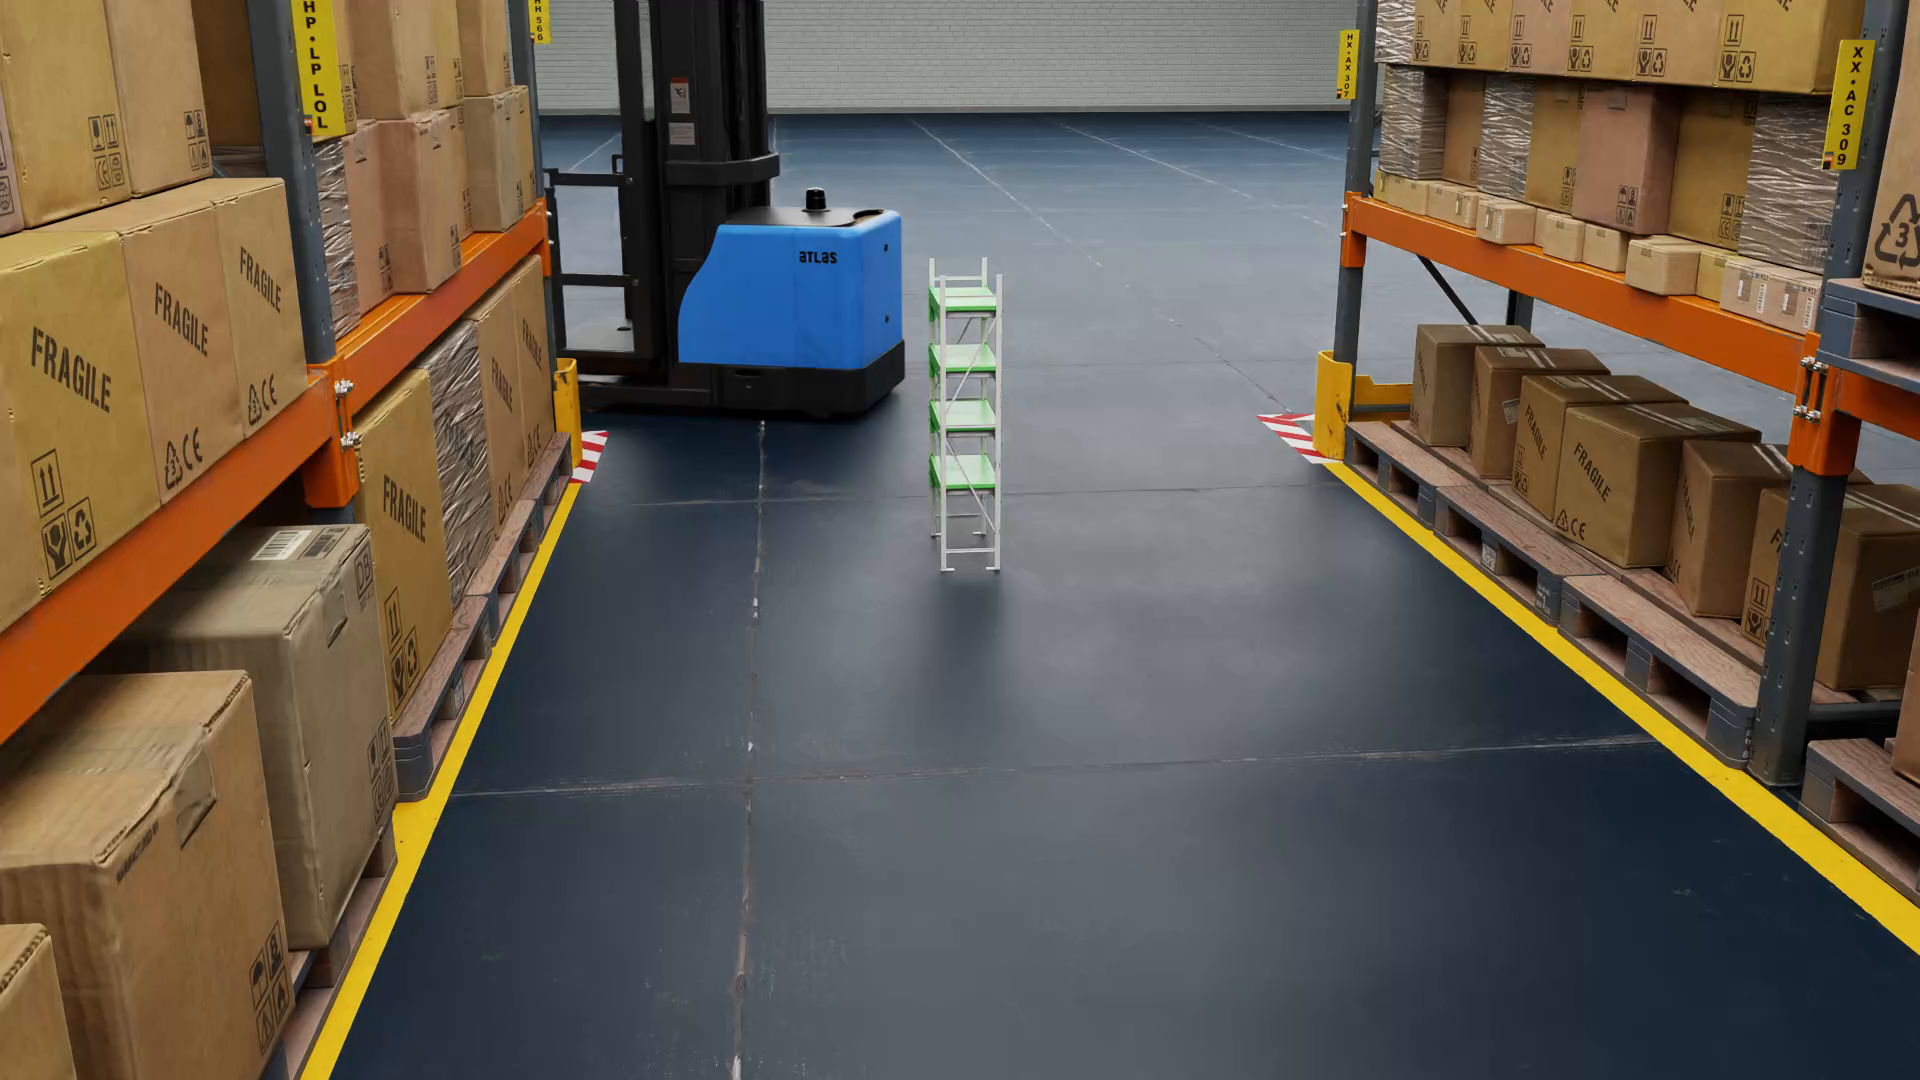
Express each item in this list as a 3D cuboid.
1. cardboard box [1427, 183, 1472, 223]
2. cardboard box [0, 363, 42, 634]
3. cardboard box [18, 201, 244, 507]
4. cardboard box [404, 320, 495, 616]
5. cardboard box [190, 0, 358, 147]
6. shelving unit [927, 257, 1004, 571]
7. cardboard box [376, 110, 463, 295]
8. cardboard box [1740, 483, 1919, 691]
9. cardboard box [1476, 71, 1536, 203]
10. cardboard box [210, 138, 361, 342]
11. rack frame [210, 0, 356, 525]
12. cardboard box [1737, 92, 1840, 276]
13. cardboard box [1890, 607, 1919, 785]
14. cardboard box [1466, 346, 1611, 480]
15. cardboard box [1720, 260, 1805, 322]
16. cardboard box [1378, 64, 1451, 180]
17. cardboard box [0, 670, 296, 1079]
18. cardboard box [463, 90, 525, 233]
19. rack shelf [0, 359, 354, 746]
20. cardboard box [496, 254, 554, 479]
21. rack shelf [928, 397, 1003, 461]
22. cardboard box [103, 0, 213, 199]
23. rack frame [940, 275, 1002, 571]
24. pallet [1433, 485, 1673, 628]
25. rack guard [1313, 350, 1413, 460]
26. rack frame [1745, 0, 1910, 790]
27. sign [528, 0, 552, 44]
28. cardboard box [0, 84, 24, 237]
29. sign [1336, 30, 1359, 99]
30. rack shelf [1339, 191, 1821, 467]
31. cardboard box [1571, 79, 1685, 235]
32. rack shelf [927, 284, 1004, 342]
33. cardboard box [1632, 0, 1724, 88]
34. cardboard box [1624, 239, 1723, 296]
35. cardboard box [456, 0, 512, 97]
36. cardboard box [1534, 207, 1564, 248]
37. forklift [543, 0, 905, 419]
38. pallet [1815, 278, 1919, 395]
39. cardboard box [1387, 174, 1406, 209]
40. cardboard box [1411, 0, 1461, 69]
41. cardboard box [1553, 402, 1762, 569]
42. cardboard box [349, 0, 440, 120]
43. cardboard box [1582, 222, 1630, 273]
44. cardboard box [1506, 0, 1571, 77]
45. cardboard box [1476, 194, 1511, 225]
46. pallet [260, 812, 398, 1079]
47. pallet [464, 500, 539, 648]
[{"bbox_3d":[2.294,-1.491,7.338,0.380,0.149,0.250,-2,18,-6],"label":"cardboard box"},{"bbox_3d":[-1.615,-0.060,2.195,0.500,0.500,0.500,-2,18,-6],"label":"cardboard box"},{"bbox_3d":[-1.722,-0.362,3.156,0.500,0.500,0.500,-2,18,-6],"label":"cardboard box"},{"bbox_3d":[-2.186,-0.257,5.833,0.875,0.875,0.875,-2,18,-5],"label":"cardboard box"},{"bbox_3d":[-2.098,-1.310,4.289,0.875,0.550,0.550,-2,18,-6],"label":"cardboard box"},{"bbox_3d":[0.017,-0.523,6.840,0.258,1.200,0.503,-2,18,-6],"label":"shelving unit"},{"bbox_3d":[-2.162,-1.121,5.490,0.875,0.550,0.550,-2,18,-6],"label":"cardboard box"},{"bbox_3d":[2.849,0.137,5.207,0.500,0.500,0.500,-2,18,-7],"label":"cardboard box"},{"bbox_3d":[2.647,-1.656,6.782,0.875,0.500,0.500,-2,18,-6],"label":"cardboard box"},{"bbox_3d":[-2.144,-0.793,4.446,0.875,0.550,0.550,-2,18,-6],"label":"cardboard box"},{"bbox_3d":[-2.094,-0.612,4.119,1.000,3.000,0.127,-2,18,-6],"label":"rack frame"},{"bbox_3d":[2.865,-1.061,4.885,0.875,0.500,0.500,-2,18,-6],"label":"cardboard box"},{"bbox_3d":[2.892,0.431,4.235,0.700,0.500,0.500,-3,18,-10],"label":"cardboard box"},{"bbox_3d":[2.581,-0.571,7.461,0.500,0.500,0.500,3,18,9],"label":"cardboard box"},{"bbox_3d":[2.519,-0.745,4.962,0.380,0.149,0.250,-2,18,-6],"label":"cardboard box"},{"bbox_3d":[2.467,-1.952,7.723,0.875,0.500,0.500,-2,18,-6],"label":"cardboard box"},{"bbox_3d":[-1.845,0.730,2.897,1.050,0.750,0.750,-2,18,-6],"label":"cardboard box"},{"bbox_3d":[-2.345,-1.603,7.025,0.875,0.550,0.550,-2,18,-6],"label":"cardboard box"},{"bbox_3d":[-1.887,0.327,2.329,1.077,0.370,4.000,-2,18,-6],"label":"rack shelf"},{"bbox_3d":[-2.371,-0.791,7.534,0.875,0.875,0.875,-2,18,-5],"label":"cardboard box"},{"bbox_3d":[0.017,-0.462,6.859,0.258,0.148,0.480,-2,18,-6],"label":"rack shelf"},{"bbox_3d":[-2.037,-0.989,3.484,0.700,0.500,0.500,-2,18,-7],"label":"cardboard box"},{"bbox_3d":[0.042,-0.450,6.609,0.240,1.200,0.015,-2,18,-6],"label":"rack frame"},{"bbox_3d":[2.617,0.032,6.723,1.003,0.211,1.213,-2,18,-6],"label":"pallet"},{"bbox_3d":[2.445,-0.712,8.610,1.175,0.500,0.348,-2,18,-6],"label":"rack guard"},{"bbox_3d":[2.850,-0.735,4.511,1.000,3.000,0.127,-2,18,-6],"label":"rack frame"},{"bbox_3d":[-1.965,-2.482,7.747,0.100,0.325,0.005,-2,18,-6],"label":"sign"},{"bbox_3d":[-1.930,-0.685,2.516,0.700,0.500,0.500,-2,18,-5],"label":"cardboard box"},{"bbox_3d":[1.898,-2.323,8.124,0.100,0.325,0.005,-2,18,-6],"label":"sign"},{"bbox_3d":[2.644,-0.988,6.517,1.077,0.370,4.000,-2,18,-6],"label":"rack shelf"},{"bbox_3d":[2.697,-1.357,5.828,0.875,0.500,0.500,-2,18,-6],"label":"cardboard box"},{"bbox_3d":[0.017,-0.920,6.716,0.258,0.148,0.480,-2,18,-6],"label":"rack shelf"},{"bbox_3d":[2.477,-1.676,5.177,0.500,0.500,0.500,-2,18,-6],"label":"cardboard box"},{"bbox_3d":[2.417,-0.893,5.432,0.380,0.149,0.250,-2,18,-6],"label":"cardboard box"},{"bbox_3d":[-2.358,-2.118,6.862,0.875,0.550,0.550,-2,18,-6],"label":"cardboard box"},{"bbox_3d":[2.446,-1.195,6.394,0.380,0.149,0.250,-2,18,-6],"label":"cardboard box"},{"bbox_3d":[-1.904,-2.278,9.539,3.031,2.935,1.130,4,18,12],"label":"forklift"},{"bbox_3d":[2.784,-0.412,3.801,1.003,0.211,1.213,-2,18,-6],"label":"pallet"},{"bbox_3d":[2.237,-1.640,7.812,0.380,0.149,0.250,-2,18,-6],"label":"cardboard box"},{"bbox_3d":[2.268,-2.272,7.074,0.500,0.500,0.500,-2,18,-6],"label":"cardboard box"},{"bbox_3d":[2.640,-0.216,6.331,0.500,0.500,0.500,-3,18,-11],"label":"cardboard box"},{"bbox_3d":[-2.189,-1.635,5.325,0.875,0.550,0.550,-2,18,-6],"label":"cardboard box"},{"bbox_3d":[2.456,-1.044,5.915,0.380,0.149,0.250,-2,18,-6],"label":"cardboard box"},{"bbox_3d":[2.378,-1.975,6.126,0.500,0.500,0.500,-2,18,-6],"label":"cardboard box"},{"bbox_3d":[2.365,-1.343,6.866,0.380,0.149,0.250,-2,18,-6],"label":"cardboard box"},{"bbox_3d":[-1.939,0.946,3.812,1.003,0.211,1.213,-2,18,-6],"label":"pallet"},{"bbox_3d":[-2.223,0.125,6.427,1.003,0.211,1.213,-2,18,-6],"label":"pallet"}]
